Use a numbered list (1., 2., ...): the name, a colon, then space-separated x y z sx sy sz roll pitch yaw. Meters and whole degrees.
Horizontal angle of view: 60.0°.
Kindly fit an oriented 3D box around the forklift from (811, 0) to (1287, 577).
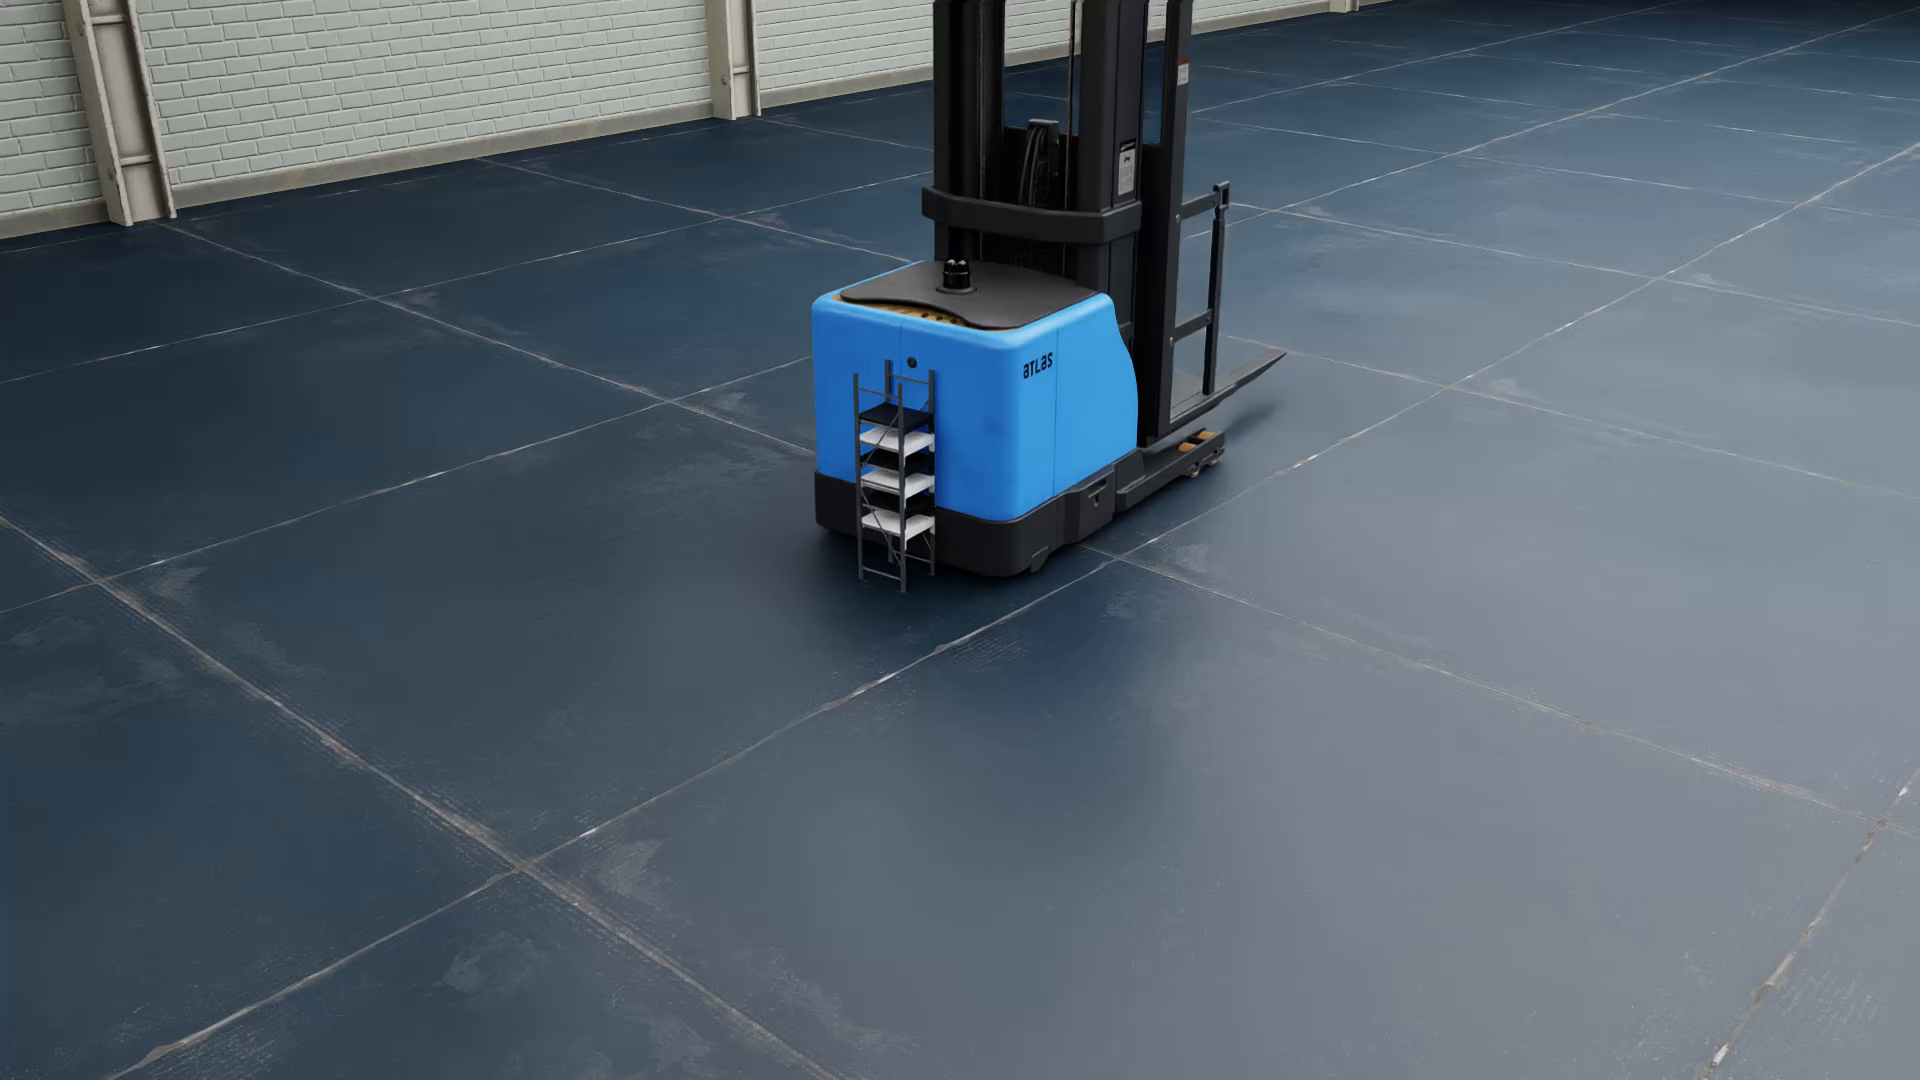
1. forklift: 0.628 -1.735 7.536 1.130 2.935 3.031 16 29 32

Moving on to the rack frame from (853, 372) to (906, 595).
1. rack frame: -0.320 -0.218 6.636 0.240 0.900 0.006 16 29 32

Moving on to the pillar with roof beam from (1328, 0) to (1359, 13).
1. pillar with roof beam: 8.955 -10.880 20.517 9.100 9.000 0.400 20 31 38

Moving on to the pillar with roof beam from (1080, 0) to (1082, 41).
1. pillar with roof beam: 4.951 -9.052 16.439 9.100 9.000 0.400 20 31 38

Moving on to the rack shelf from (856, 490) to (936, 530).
1. rack shelf: -0.261 -0.139 6.762 0.258 0.077 0.200 16 29 32

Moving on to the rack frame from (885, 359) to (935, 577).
1. rack frame: -0.203 -0.286 6.787 0.240 0.900 0.006 16 29 32

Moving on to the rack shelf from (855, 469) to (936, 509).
1. rack shelf: -0.261 -0.221 6.725 0.258 0.077 0.200 16 29 32

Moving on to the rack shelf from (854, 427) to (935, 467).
1. rack shelf: -0.261 -0.386 6.651 0.258 0.077 0.200 16 29 32

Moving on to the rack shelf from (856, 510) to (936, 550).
1. rack shelf: -0.261 -0.057 6.799 0.258 0.077 0.200 16 29 32

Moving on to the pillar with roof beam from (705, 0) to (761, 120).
1. pillar with roof beam: 0.946 -7.224 12.362 9.100 9.000 0.400 20 31 38

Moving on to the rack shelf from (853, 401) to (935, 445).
1. rack shelf: -0.261 -0.468 6.615 0.258 0.077 0.200 16 29 32

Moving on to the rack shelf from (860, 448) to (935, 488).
1. rack shelf: -0.261 -0.303 6.688 0.258 0.077 0.200 16 29 32

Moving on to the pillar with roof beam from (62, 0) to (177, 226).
1. pillar with roof beam: -3.058 -5.396 8.285 9.100 9.000 0.400 20 31 38

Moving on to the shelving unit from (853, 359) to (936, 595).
1. shelving unit: -0.261 -0.252 6.711 0.258 0.900 0.210 16 29 32
